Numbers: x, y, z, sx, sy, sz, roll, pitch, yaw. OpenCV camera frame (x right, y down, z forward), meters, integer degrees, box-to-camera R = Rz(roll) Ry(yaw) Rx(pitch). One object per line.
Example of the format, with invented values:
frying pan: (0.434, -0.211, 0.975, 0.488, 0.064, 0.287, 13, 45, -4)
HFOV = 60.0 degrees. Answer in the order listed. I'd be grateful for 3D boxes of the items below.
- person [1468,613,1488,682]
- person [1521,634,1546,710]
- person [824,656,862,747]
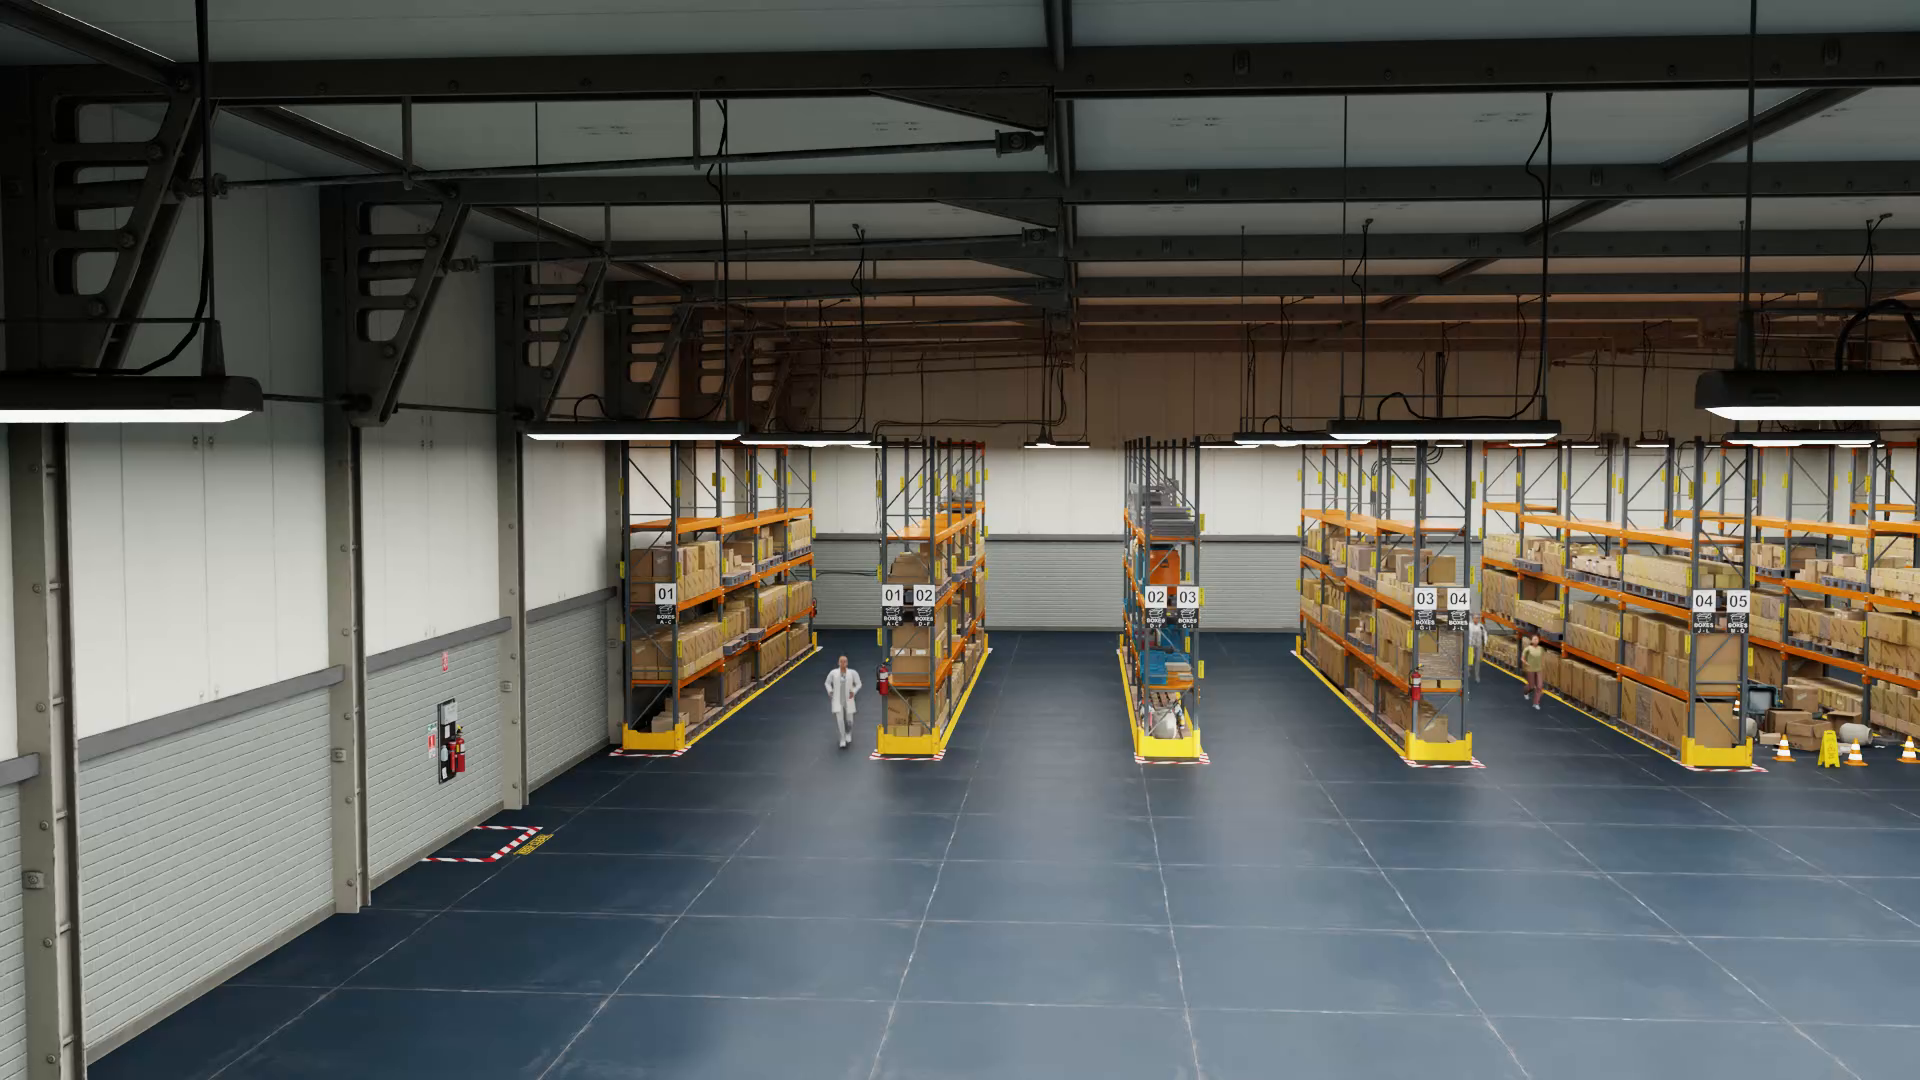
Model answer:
person: (12.876, 2.664, 41.575, 0.637, 1.700, 0.815, 0, 3, 4)
person: (12.816, 2.927, 37.125, 0.579, 1.654, 0.791, 0, 3, 0)
person: (-2.272, 3.121, 32.311, 0.723, 1.733, 0.697, 0, 3, -5)
